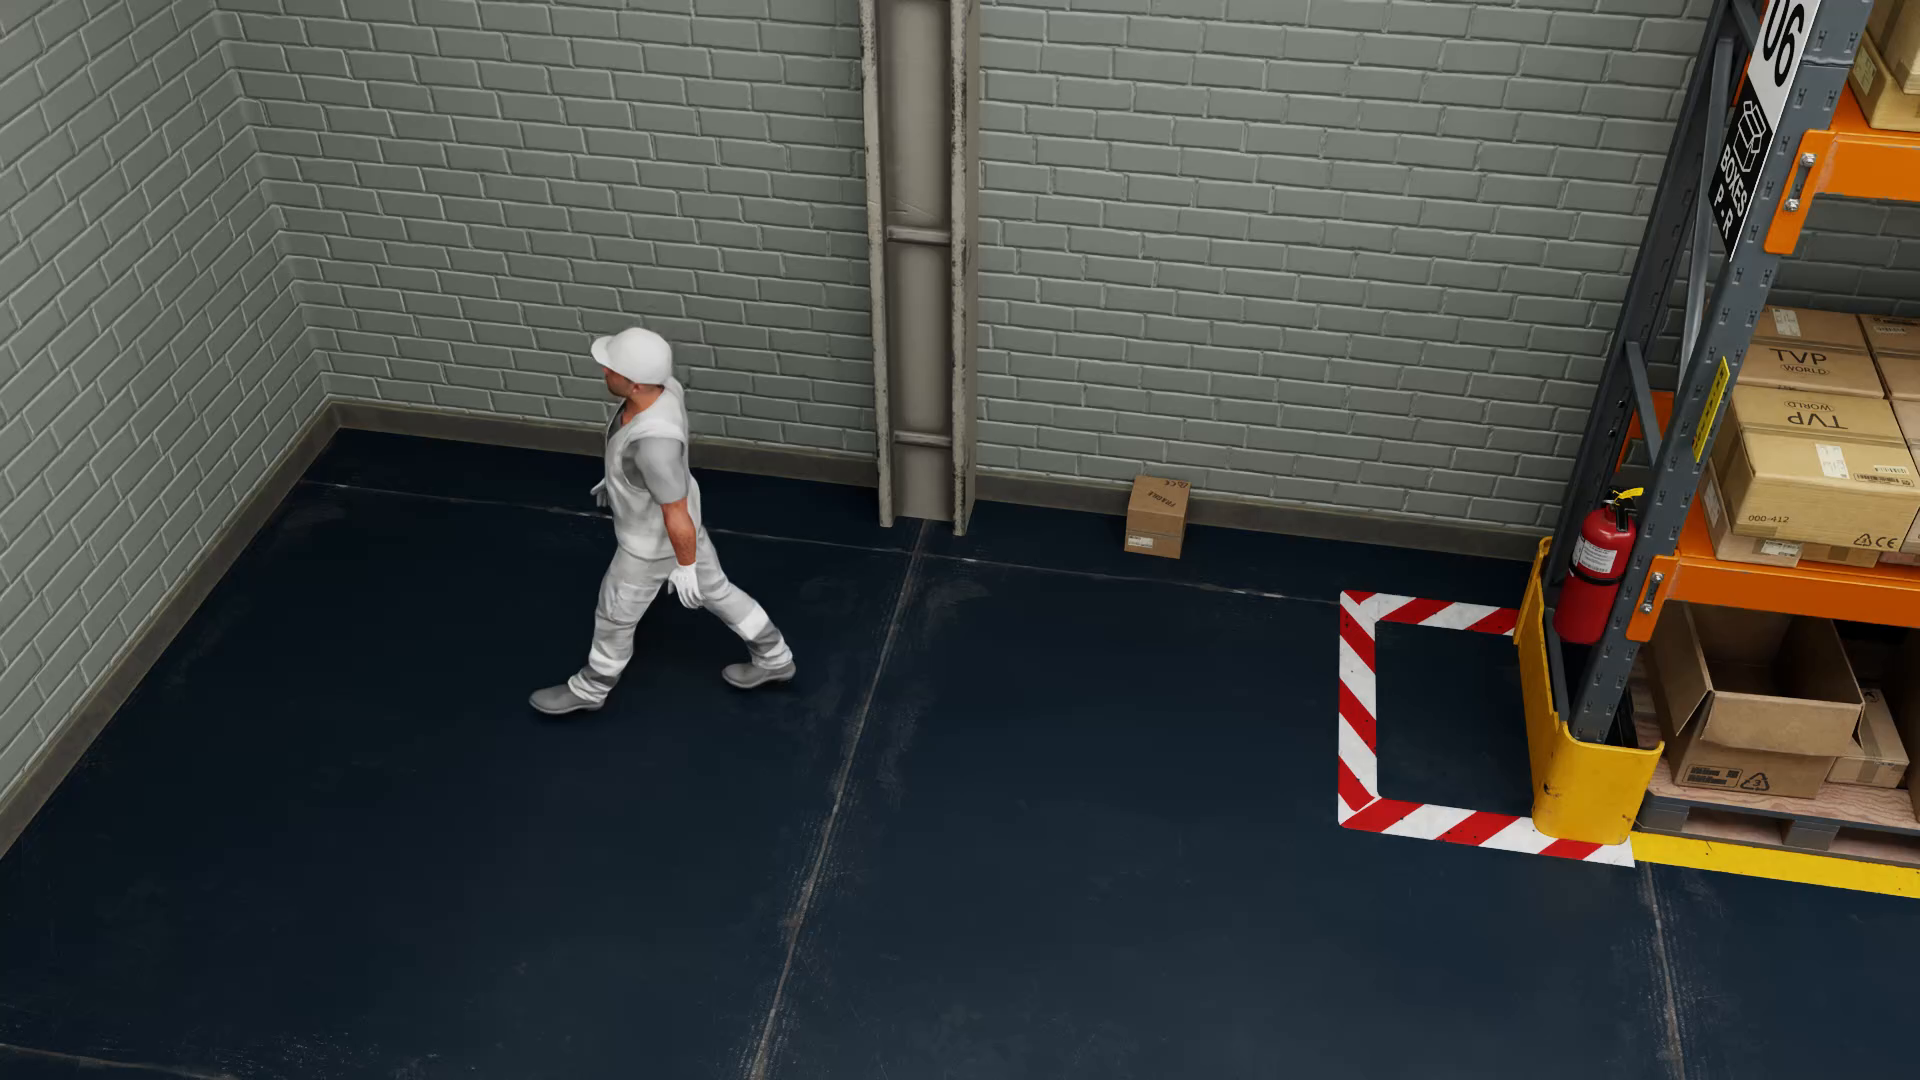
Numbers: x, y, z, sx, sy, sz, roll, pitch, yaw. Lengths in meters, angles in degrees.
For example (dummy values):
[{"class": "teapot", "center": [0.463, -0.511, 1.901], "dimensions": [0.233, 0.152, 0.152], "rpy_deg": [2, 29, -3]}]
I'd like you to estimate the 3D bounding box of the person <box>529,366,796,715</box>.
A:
[{"class": "person", "center": [-1.191, -0.047, 6.226], "dimensions": [1.053, 1.690, 0.605], "rpy_deg": [0, 40, -1]}]
